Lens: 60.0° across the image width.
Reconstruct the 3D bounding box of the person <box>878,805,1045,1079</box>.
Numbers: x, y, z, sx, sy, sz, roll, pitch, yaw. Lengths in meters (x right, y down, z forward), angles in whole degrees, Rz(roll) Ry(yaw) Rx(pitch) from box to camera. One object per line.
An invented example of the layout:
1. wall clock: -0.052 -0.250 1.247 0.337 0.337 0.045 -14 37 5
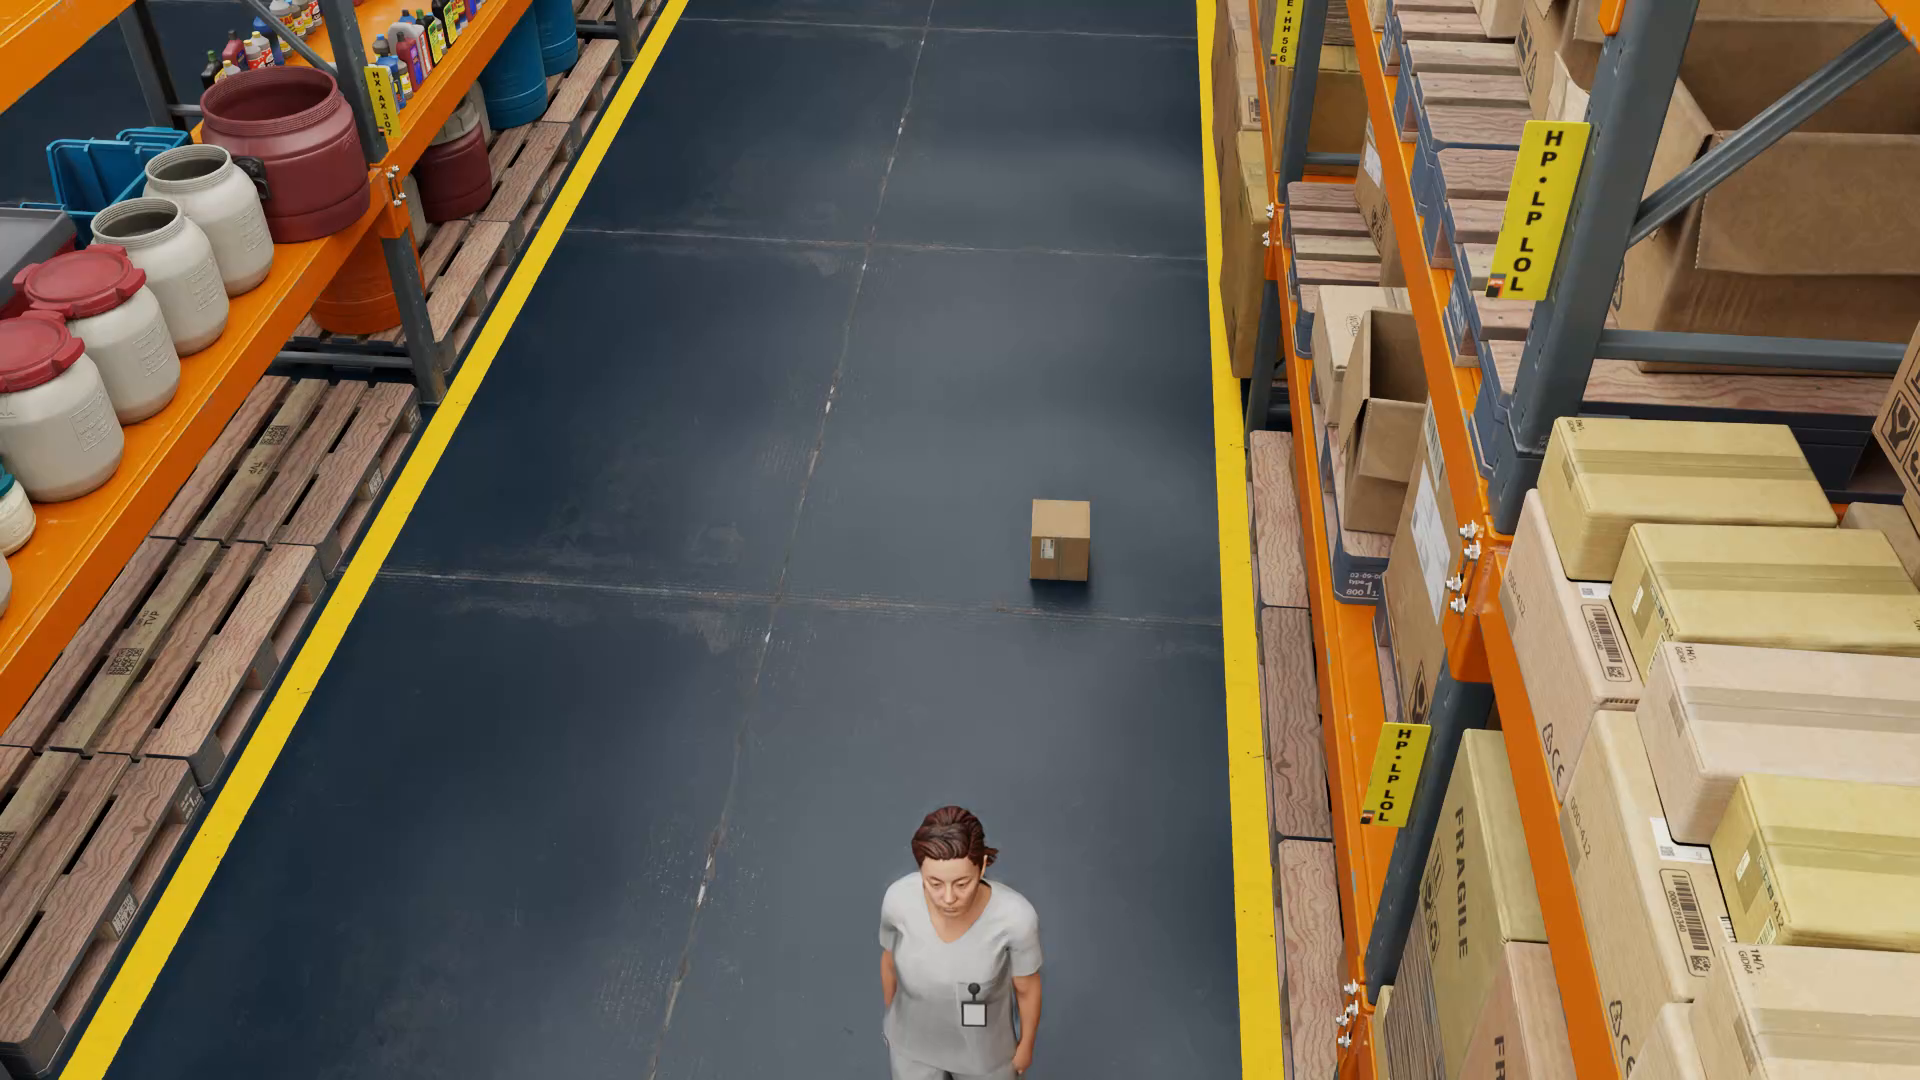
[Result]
1. person: 0.001 1.325 4.572 0.449 1.644 0.734 7 41 9
